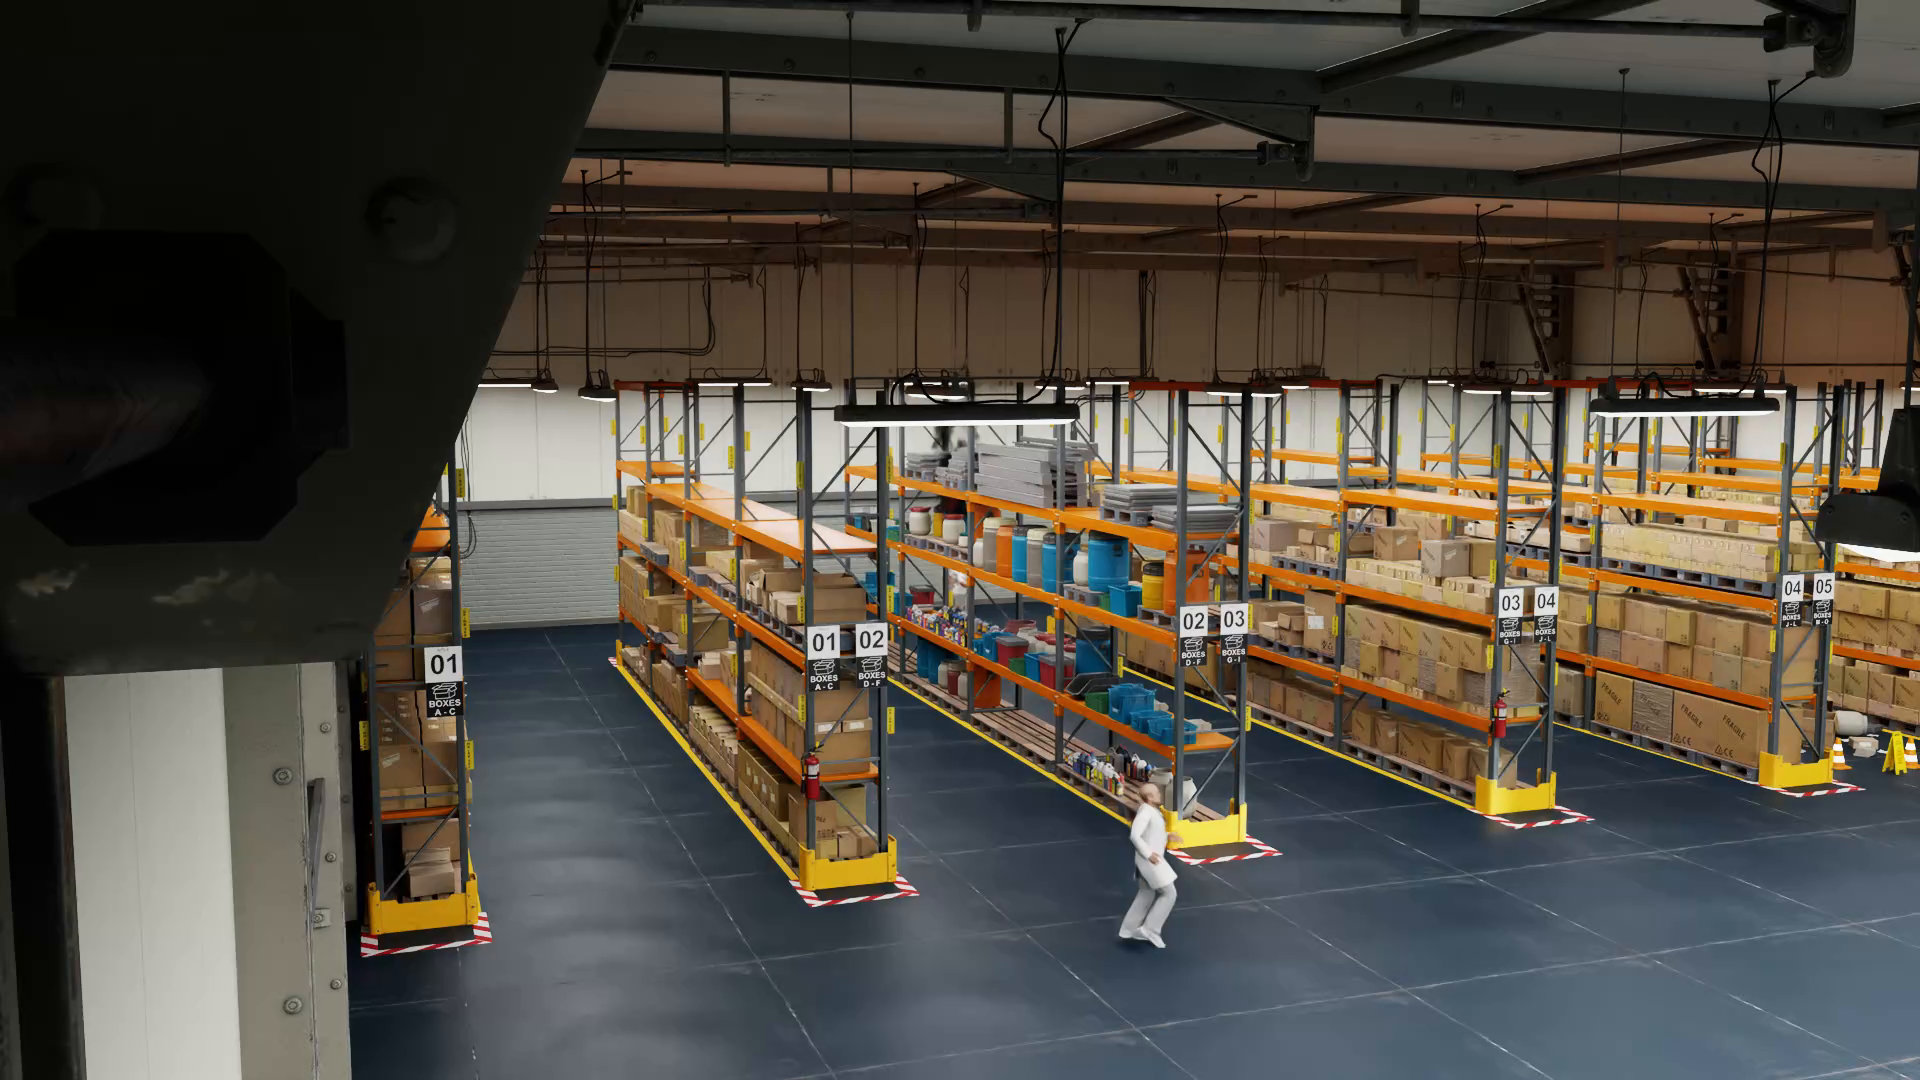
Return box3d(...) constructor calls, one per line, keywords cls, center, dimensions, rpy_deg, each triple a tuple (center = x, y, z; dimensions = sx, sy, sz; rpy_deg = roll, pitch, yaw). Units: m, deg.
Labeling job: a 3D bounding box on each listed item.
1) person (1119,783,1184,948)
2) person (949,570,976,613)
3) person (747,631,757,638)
box3d(cls="person", center=(2.103, 3.557, 18.140), dimensions=(0.692, 1.830, 0.690), rpy_deg=(0, 6, -1))
box3d(cls="person", center=(0.005, 1.302, 39.267), dimensions=(0.925, 1.823, 0.667), rpy_deg=(-1, 6, -9))
box3d(cls="person", center=(-4.081, 1.946, 33.798), dimensions=(0.540, 1.656, 0.758), rpy_deg=(-3, 7, -30))
